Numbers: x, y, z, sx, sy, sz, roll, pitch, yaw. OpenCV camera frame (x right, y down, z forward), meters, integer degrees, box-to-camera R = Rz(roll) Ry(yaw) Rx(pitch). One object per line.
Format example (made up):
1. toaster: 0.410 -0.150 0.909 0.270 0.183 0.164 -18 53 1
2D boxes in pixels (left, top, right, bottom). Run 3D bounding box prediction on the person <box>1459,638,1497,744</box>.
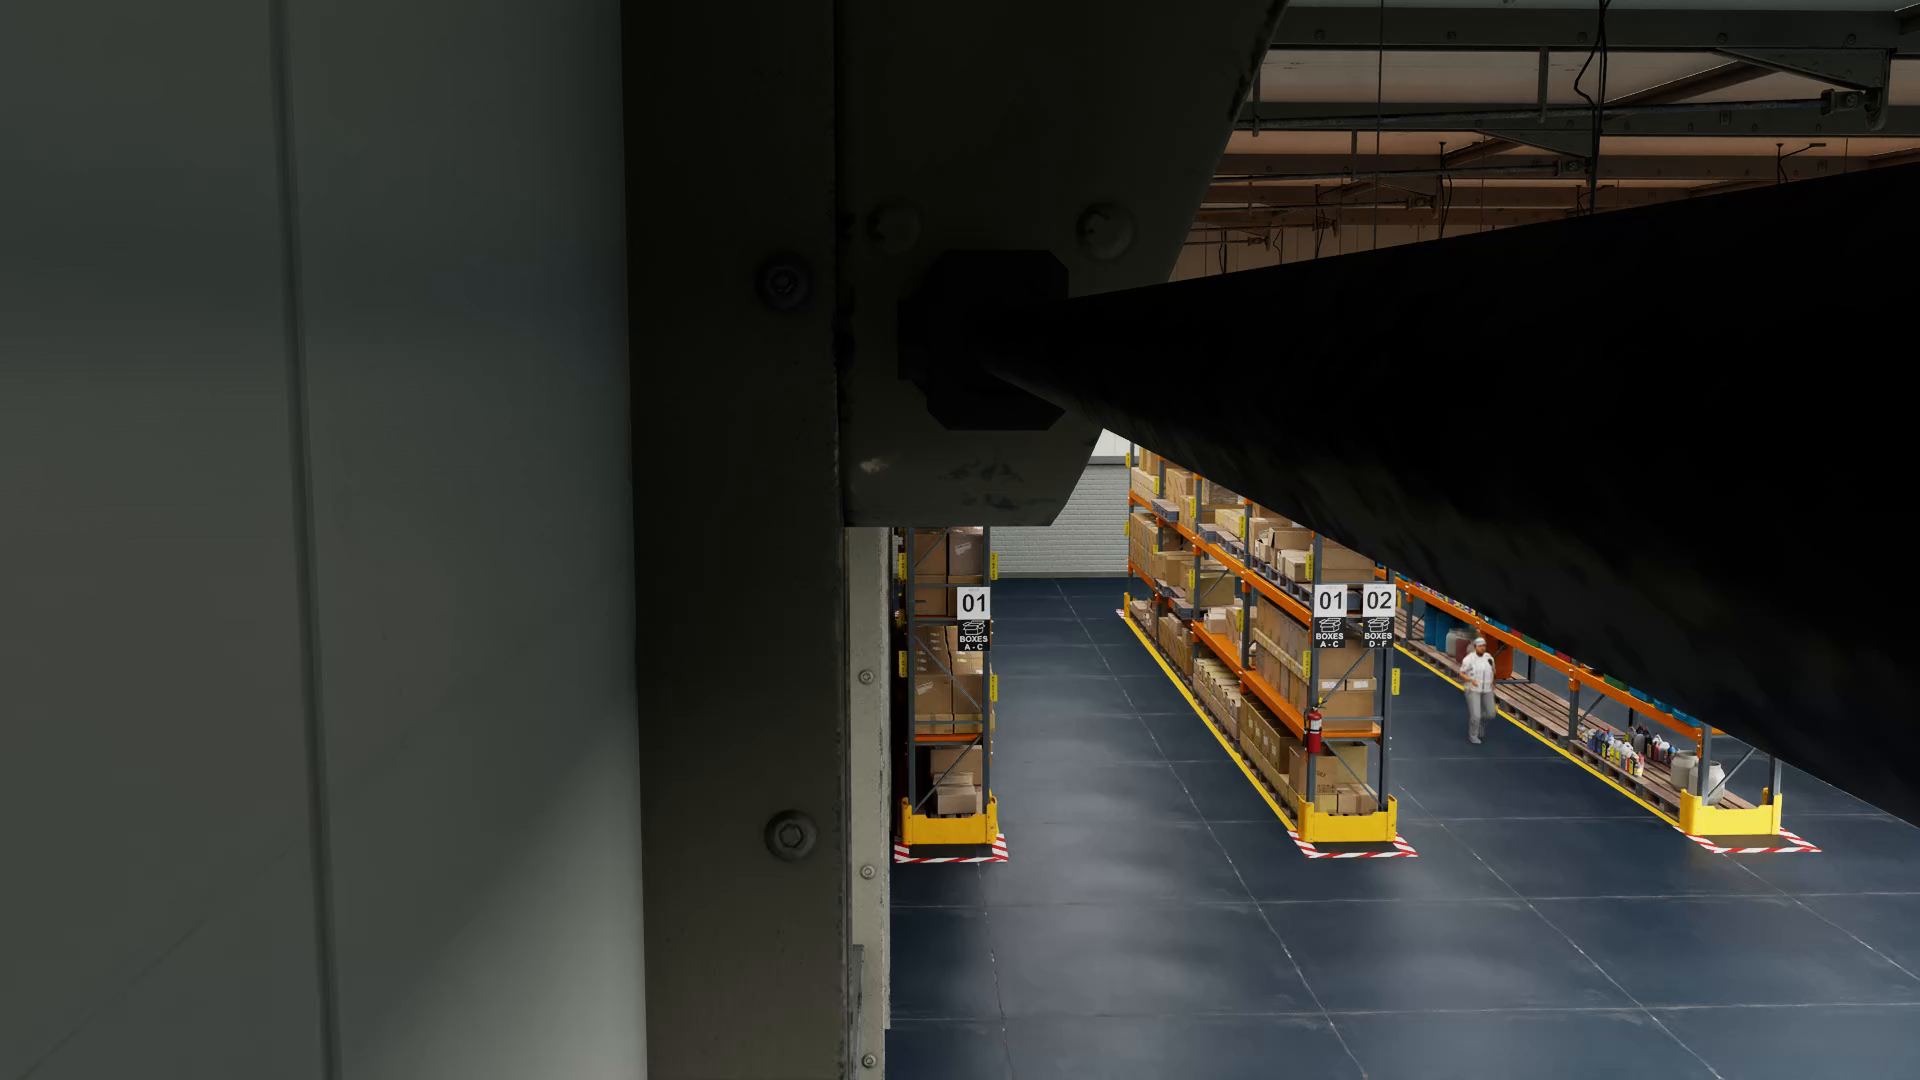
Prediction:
1. person: 7.912 2.295 25.286 0.600 1.620 0.540 -1 7 -5
